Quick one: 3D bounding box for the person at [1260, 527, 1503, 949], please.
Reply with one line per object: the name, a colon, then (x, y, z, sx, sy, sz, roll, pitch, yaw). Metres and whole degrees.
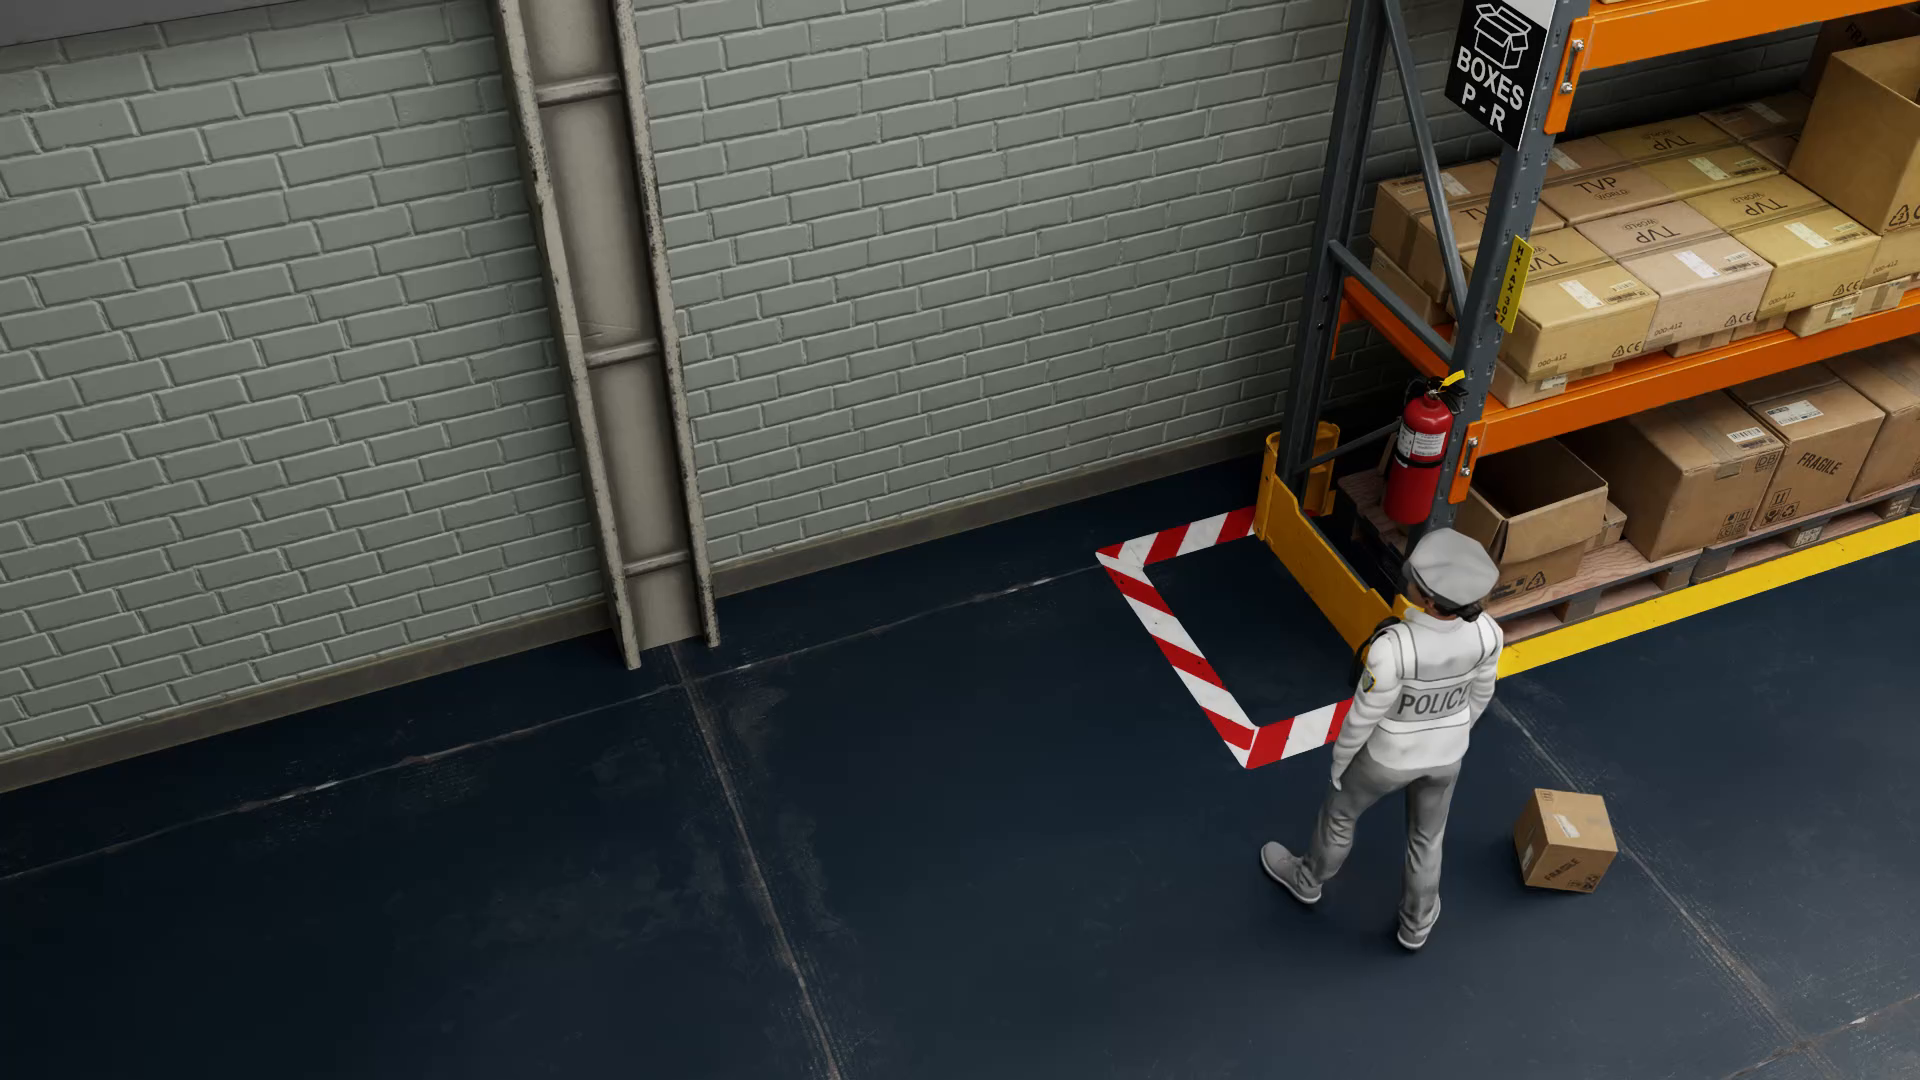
person: (14.137, -0.546, 3.607, 25.355, 5.850, 6.398, -7, 43, -8)
